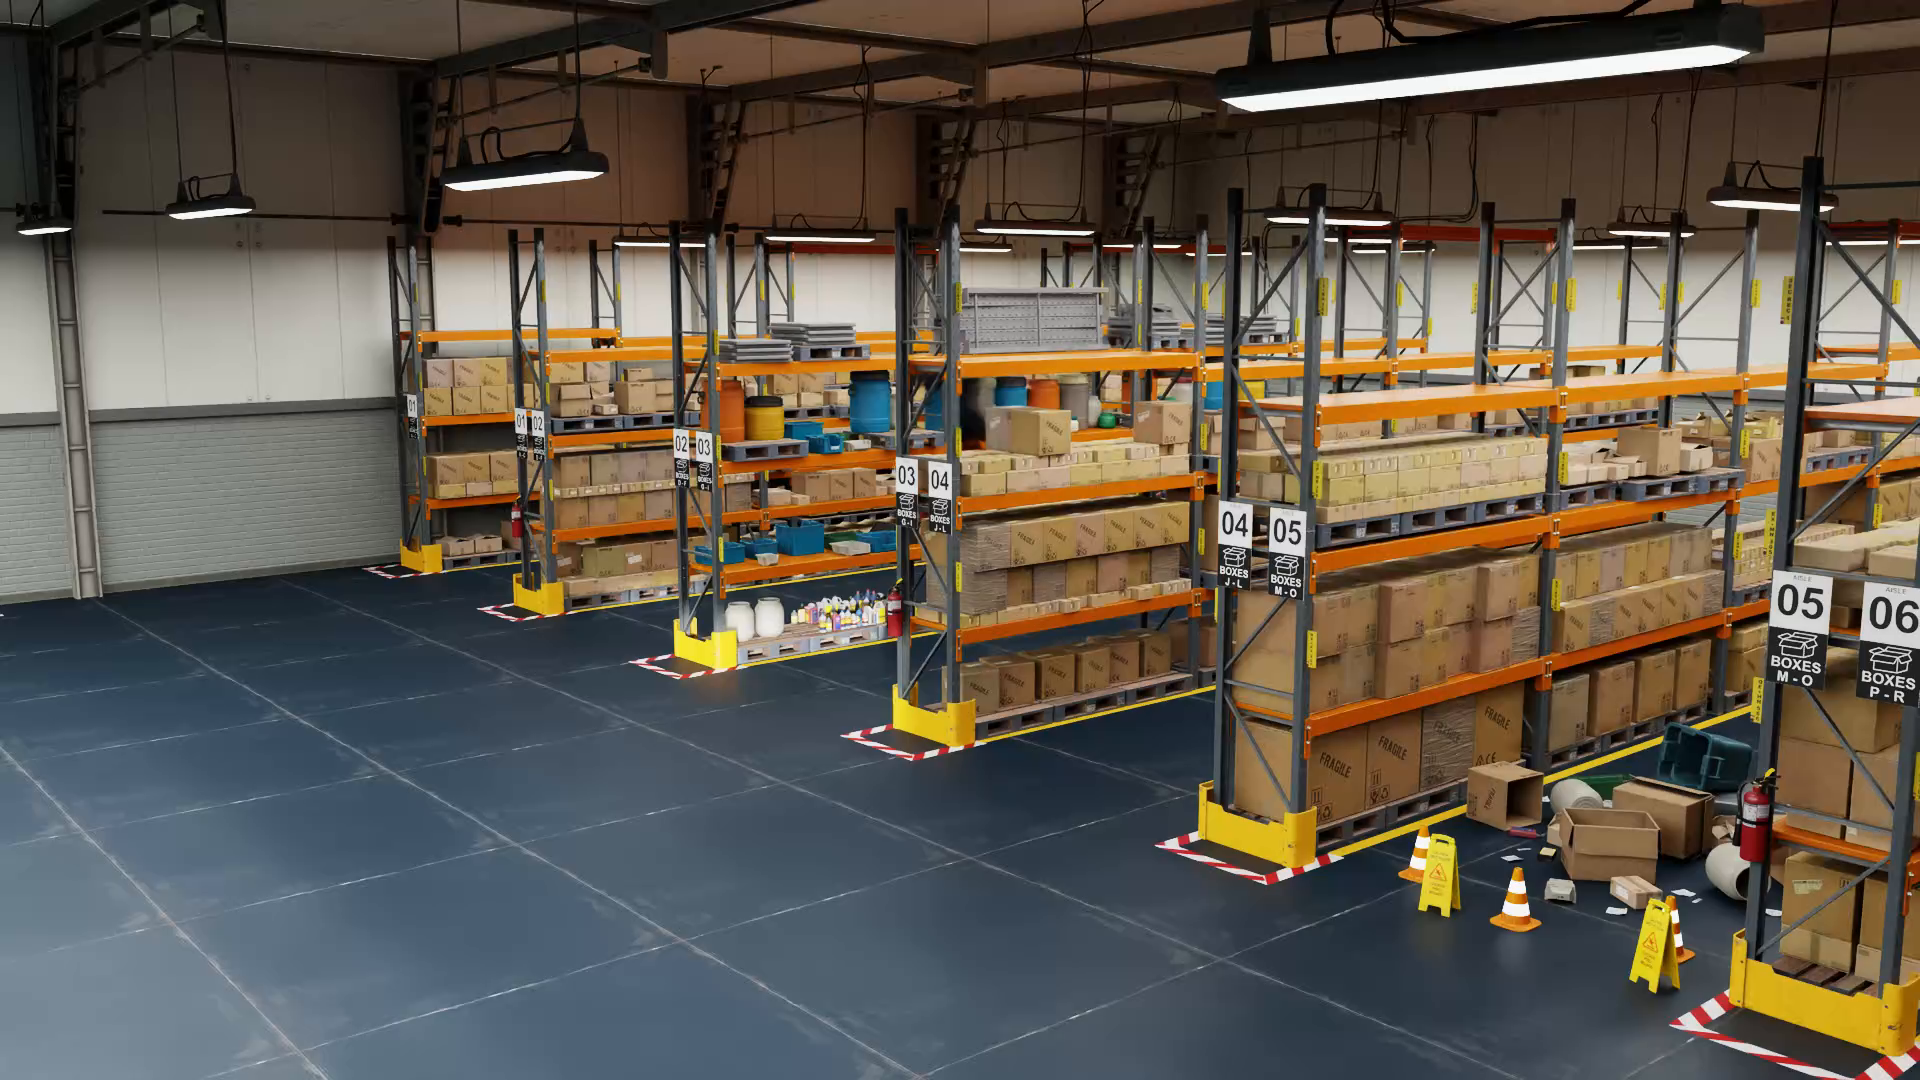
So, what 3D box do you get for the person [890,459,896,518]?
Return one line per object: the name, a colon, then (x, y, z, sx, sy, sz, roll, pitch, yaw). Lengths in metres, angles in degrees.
person: (-1.135, -0.825, 33.401, 0.685, 1.744, 0.900, 9, 12, 44)
